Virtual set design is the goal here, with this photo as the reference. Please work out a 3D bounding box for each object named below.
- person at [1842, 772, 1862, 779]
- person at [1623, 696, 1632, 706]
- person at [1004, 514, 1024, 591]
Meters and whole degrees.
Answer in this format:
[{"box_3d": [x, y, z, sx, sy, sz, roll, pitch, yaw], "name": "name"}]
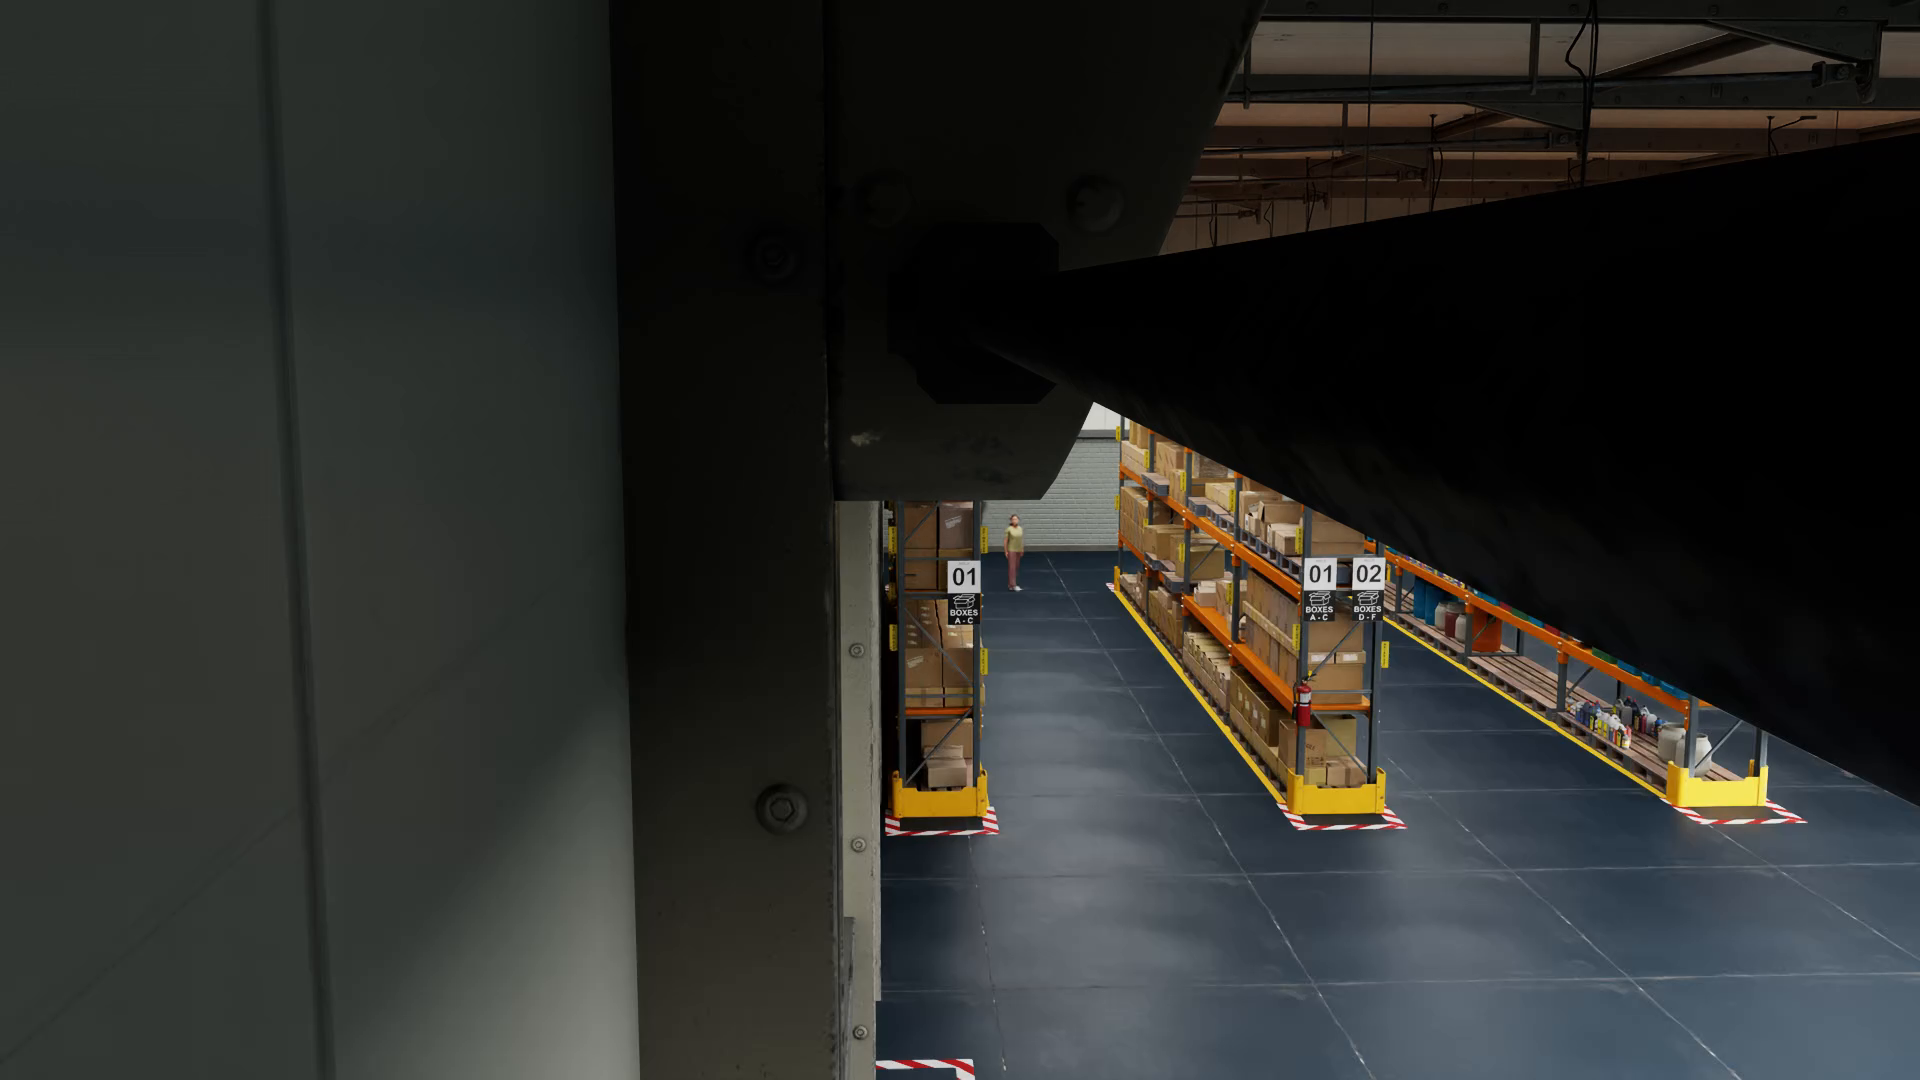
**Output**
[{"box_3d": [12.077, 2.339, 22.165, 0.618, 1.650, 0.447, 1, 8, 4], "name": "person"}, {"box_3d": [12.564, 0.193, 30.943, 24.638, 3.354, 17.348, 2, 8, 14], "name": "person"}, {"box_3d": [1.245, 0.266, 36.495, 0.476, 1.672, 0.585, -6, 10, -36], "name": "person"}]
